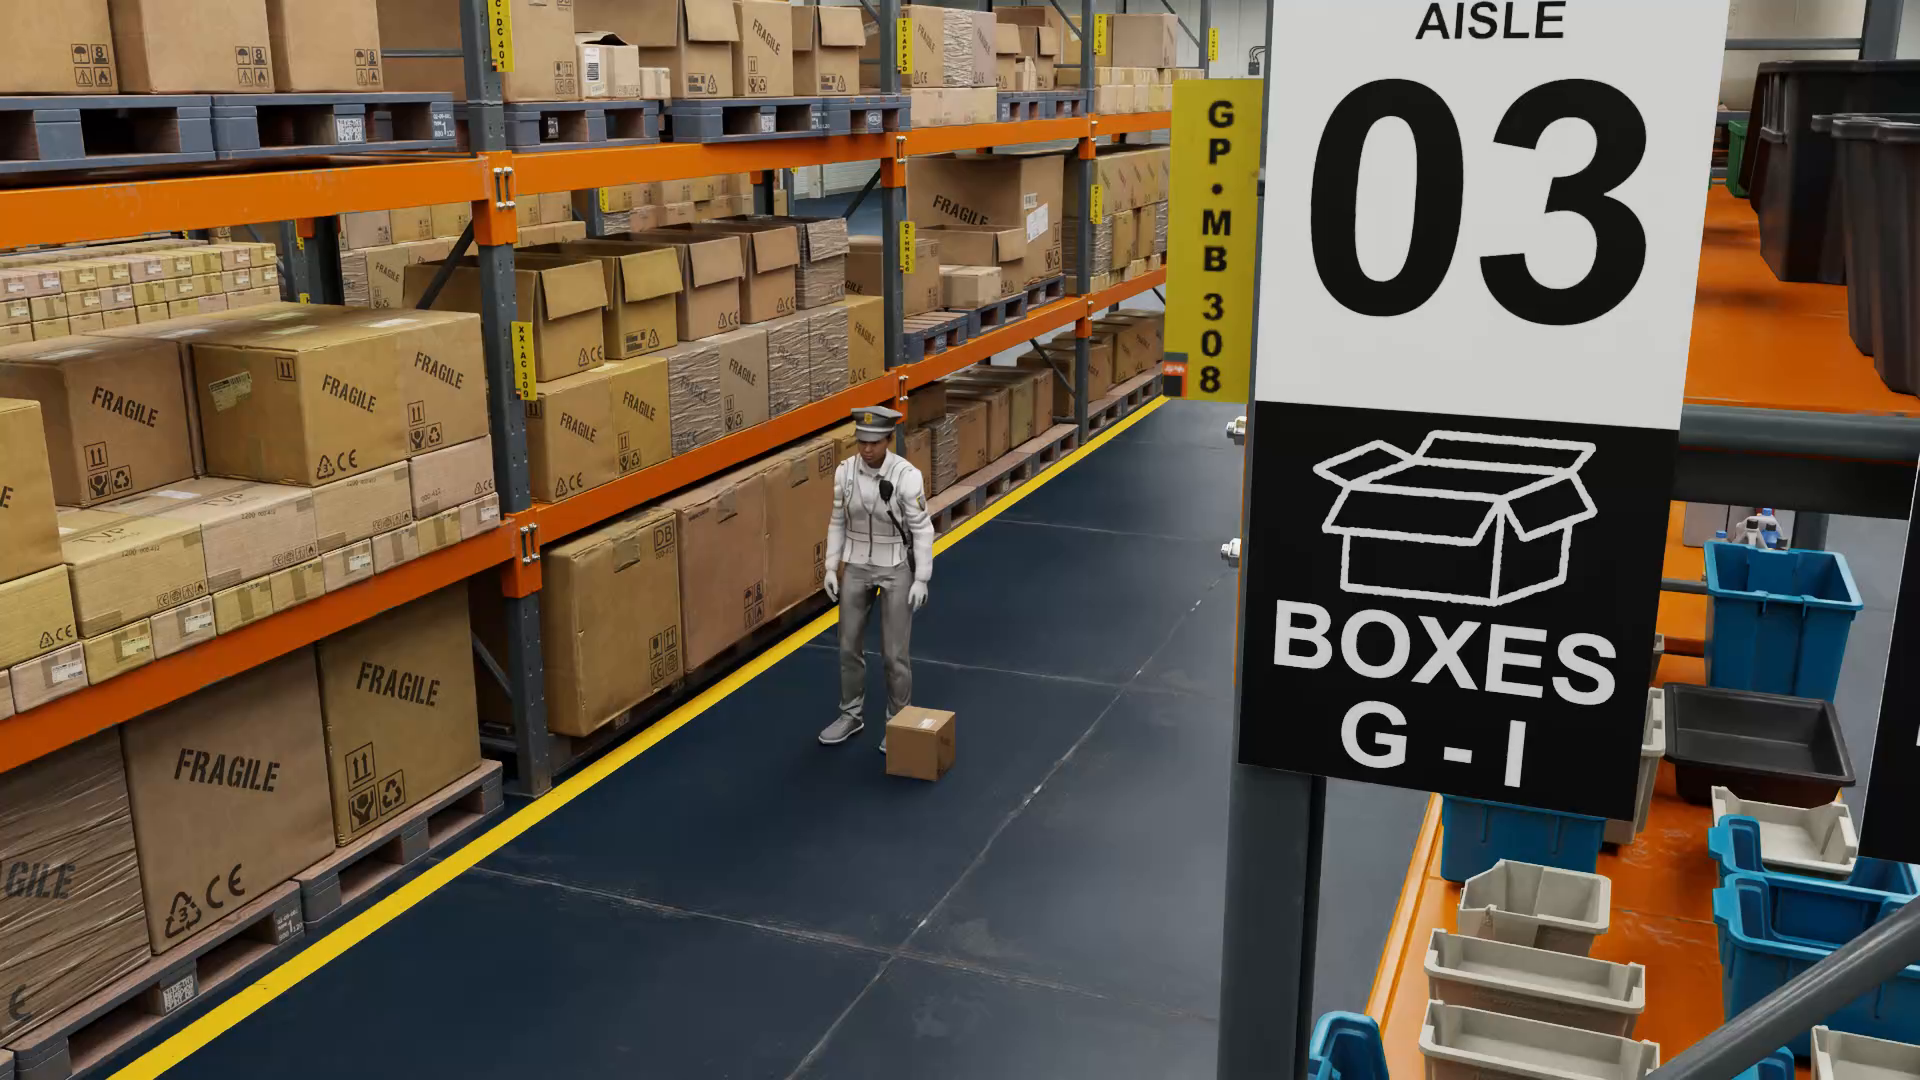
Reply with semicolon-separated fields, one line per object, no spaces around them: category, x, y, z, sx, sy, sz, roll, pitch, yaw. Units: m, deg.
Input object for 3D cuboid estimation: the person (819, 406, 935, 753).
person;-0.393;0.173;7.891;0.546;1.664;0.374;5;16;19
